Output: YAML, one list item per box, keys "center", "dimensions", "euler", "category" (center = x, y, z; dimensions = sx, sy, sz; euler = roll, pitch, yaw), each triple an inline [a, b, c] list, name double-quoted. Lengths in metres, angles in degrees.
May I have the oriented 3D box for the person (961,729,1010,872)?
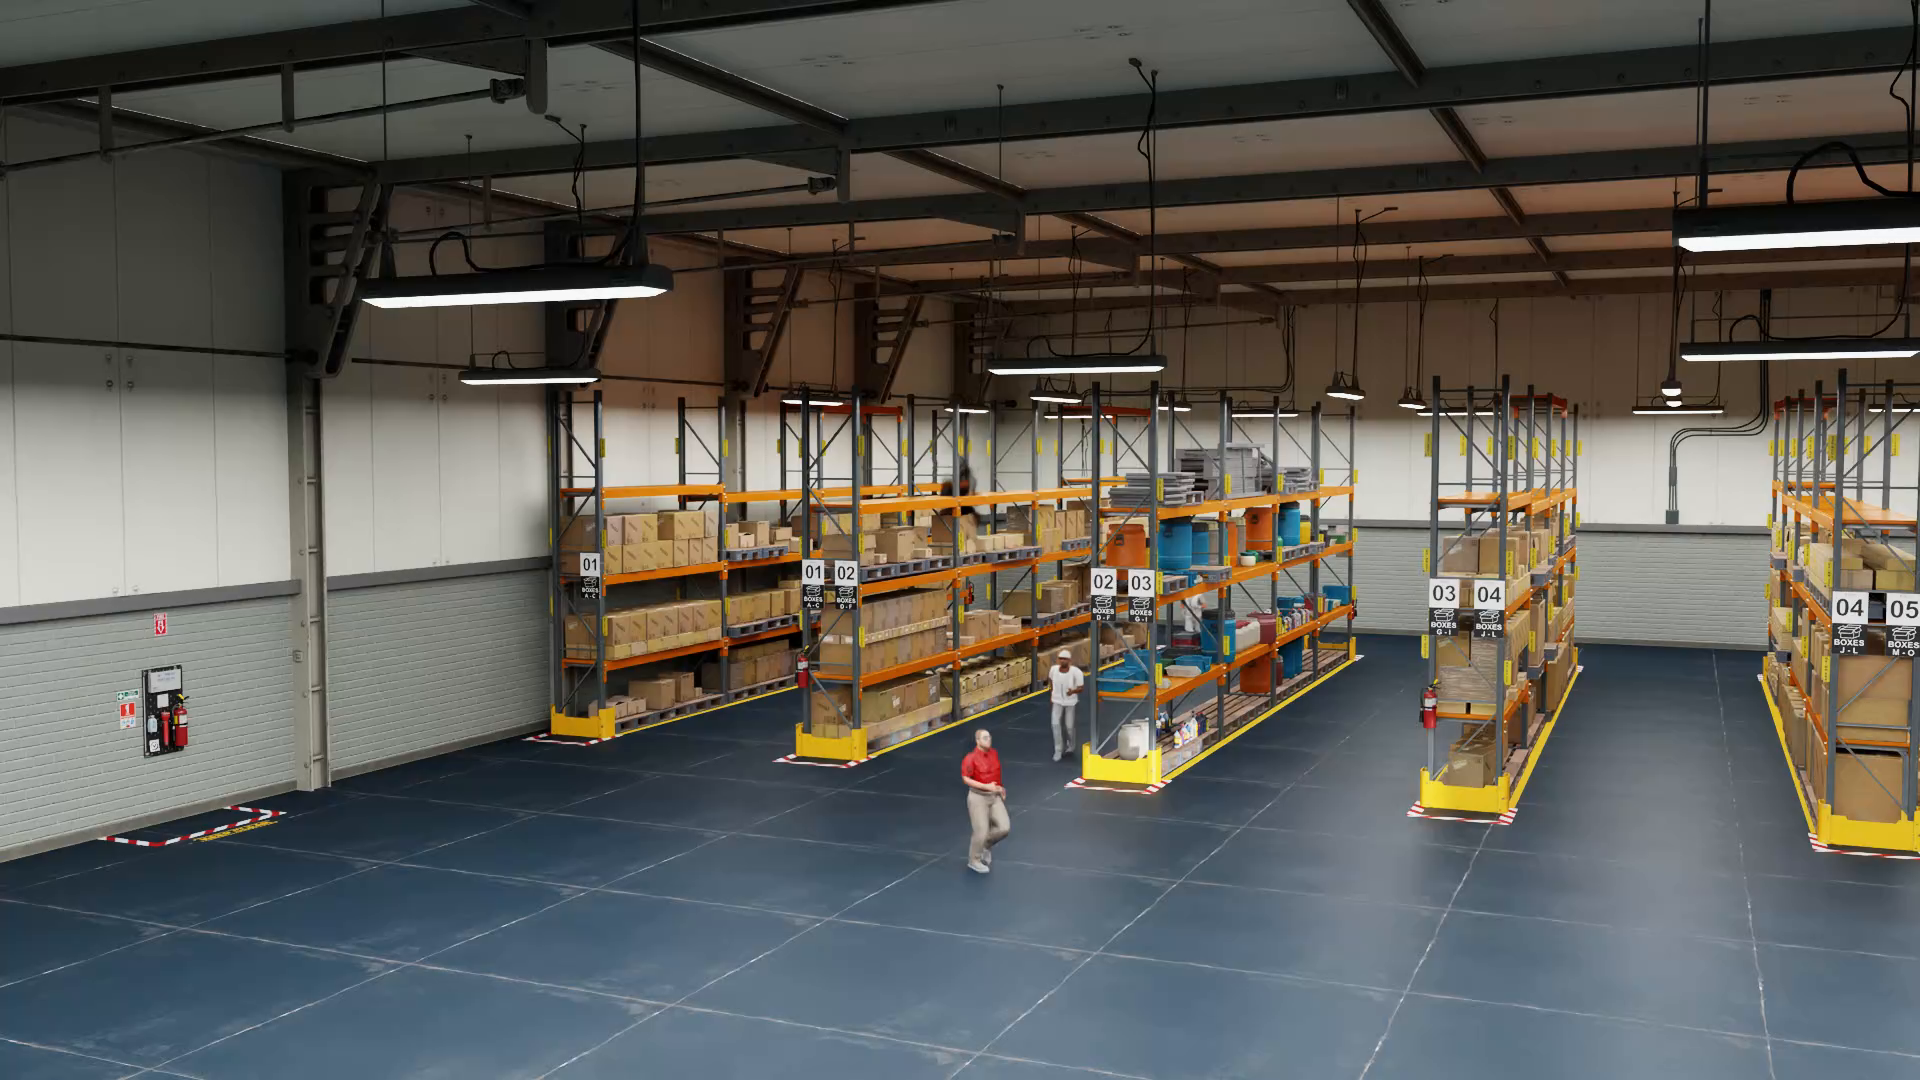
- center: [0.332, 3.071, 19.586]
  dimensions: [0.652, 1.687, 0.602]
  euler: [-3, 4, -40]
  category: "person"

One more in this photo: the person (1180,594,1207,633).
- center: [5.569, 1.907, 39.779]
  dimensions: [0.659, 1.815, 0.880]
  euler: [1, 3, 15]
  category: "person"

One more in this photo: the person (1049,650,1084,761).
- center: [1.707, 2.656, 26.797]
  dimensions: [0.606, 1.801, 0.839]
  euler: [1, 3, 13]
  category: "person"
